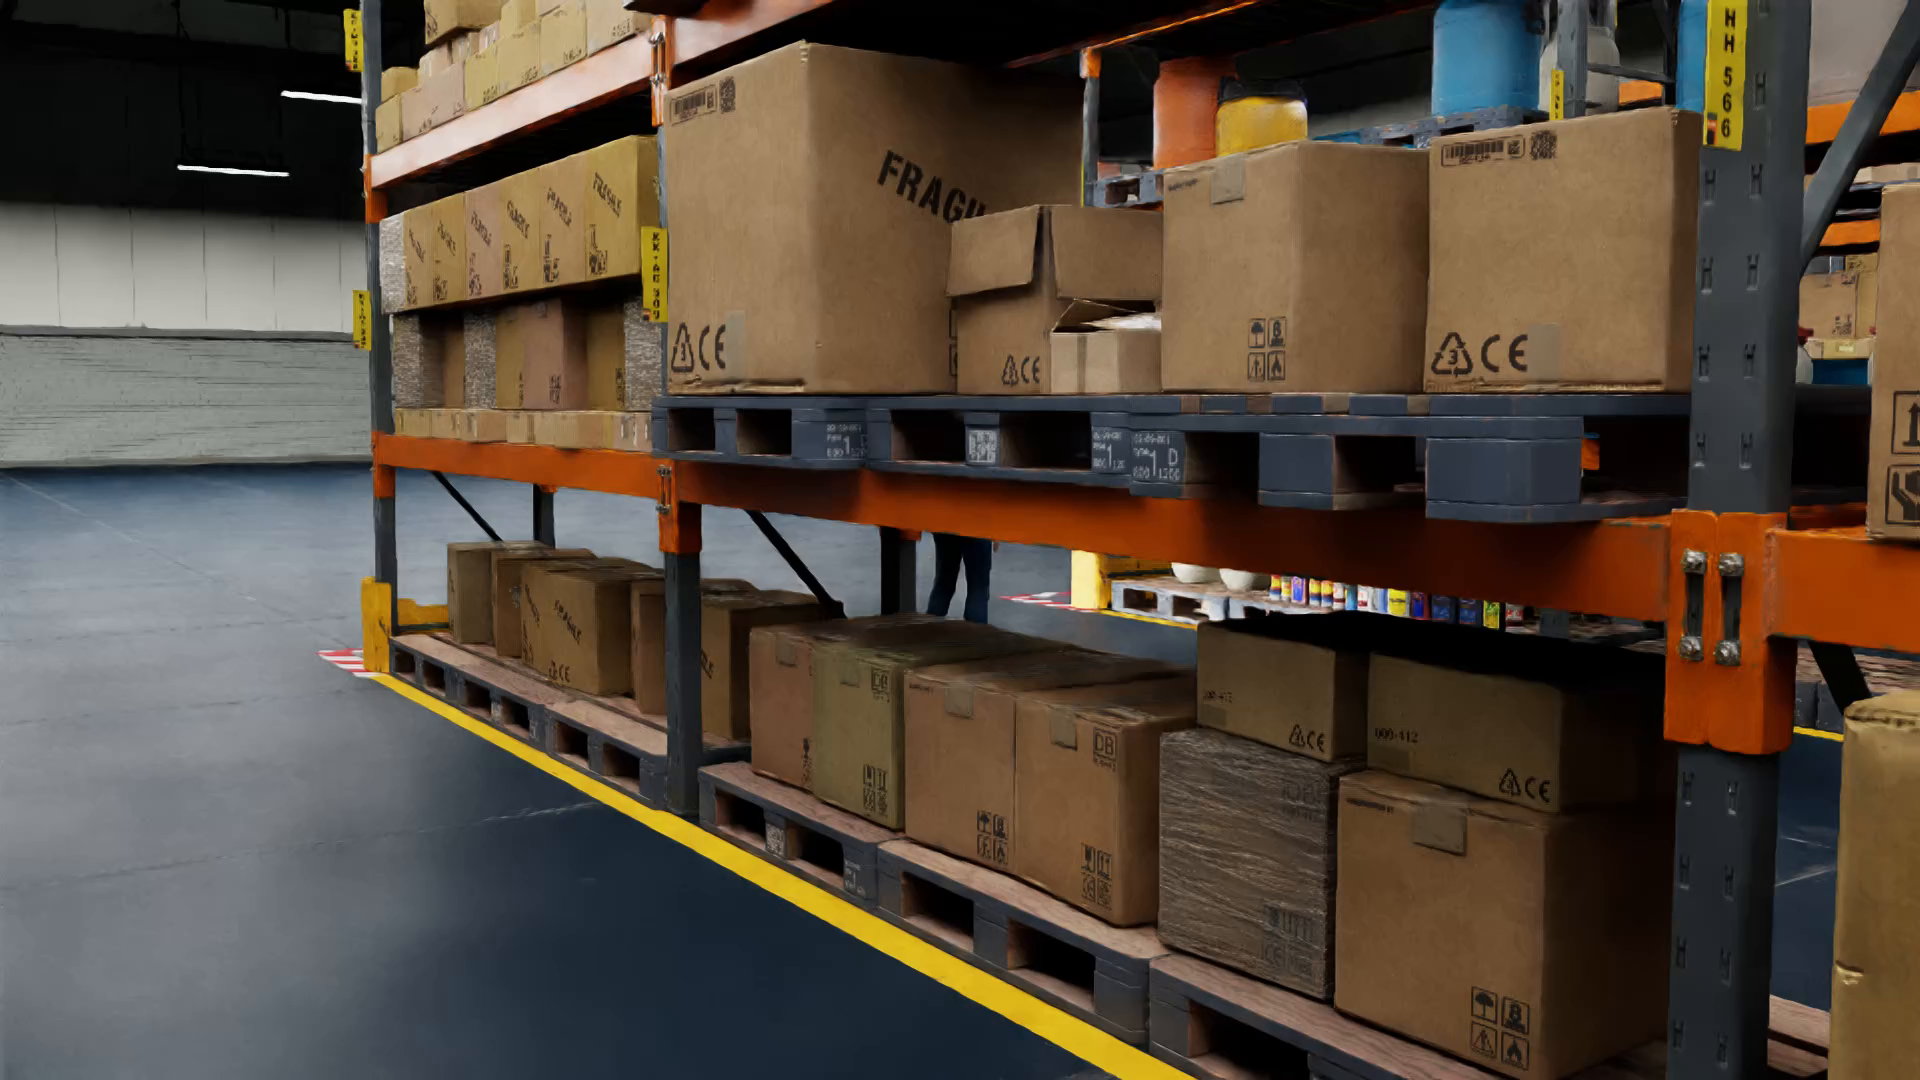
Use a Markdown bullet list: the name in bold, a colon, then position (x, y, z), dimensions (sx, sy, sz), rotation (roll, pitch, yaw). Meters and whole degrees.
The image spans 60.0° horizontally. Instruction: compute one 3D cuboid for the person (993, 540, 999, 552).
- **person**: position (0.022, -0.073, 8.979), dimensions (0.343, 1.599, 0.427), rotation (-4, 6, -40)
